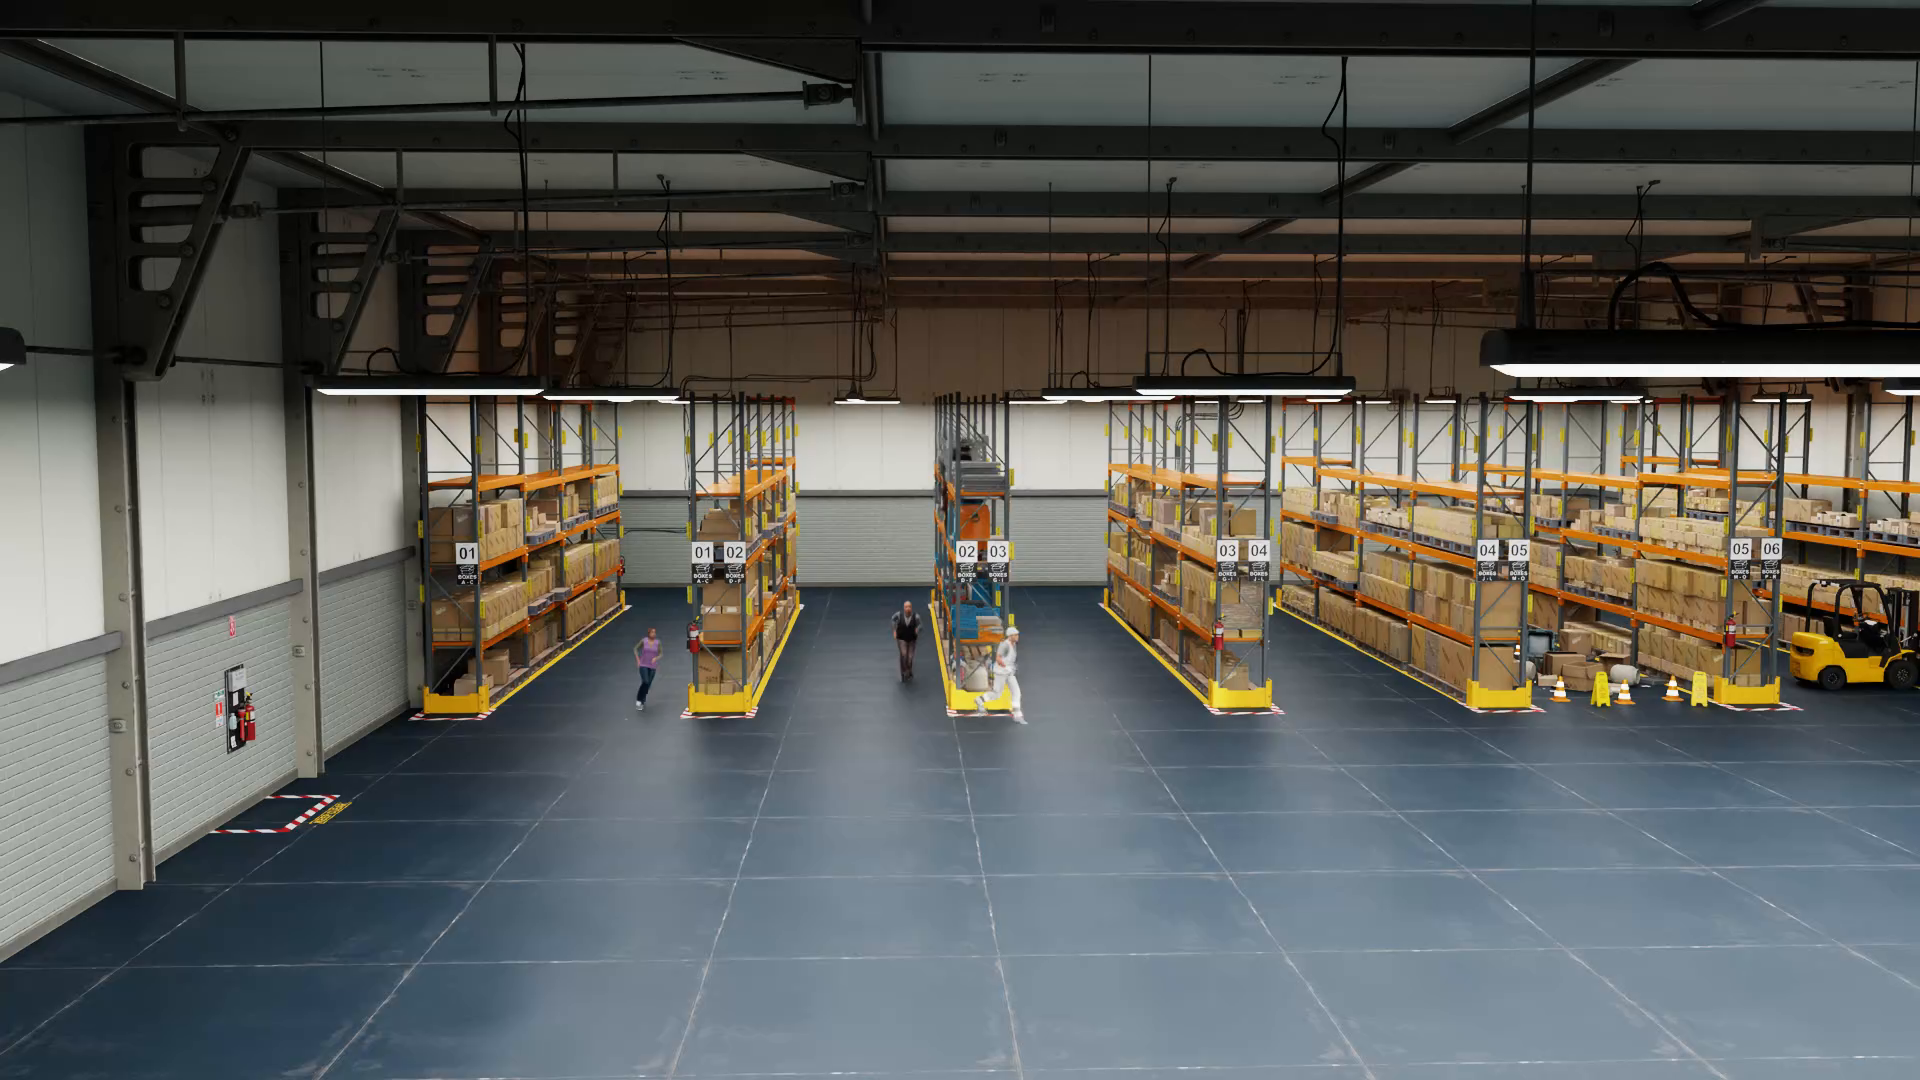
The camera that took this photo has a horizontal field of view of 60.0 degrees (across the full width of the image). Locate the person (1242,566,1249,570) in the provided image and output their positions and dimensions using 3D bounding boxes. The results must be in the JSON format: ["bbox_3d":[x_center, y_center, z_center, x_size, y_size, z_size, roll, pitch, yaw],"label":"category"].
[{"bbox_3d":[8.036,1.140,46.861,0.573,1.761,0.740,0,5,5],"label":"person"}]

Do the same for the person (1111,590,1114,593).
[{"bbox_3d":[4.766,1.129,48.787,0.793,1.449,0.680,0,5,-5],"label":"person"}]

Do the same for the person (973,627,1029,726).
[{"bbox_3d":[0.752,2.443,30.106,1.107,1.769,0.659,3,5,29],"label":"person"}]

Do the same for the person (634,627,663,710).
[{"bbox_3d":[-5.888,2.420,31.461,0.531,1.564,0.588,-2,5,-25],"label":"person"}]

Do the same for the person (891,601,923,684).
[{"bbox_3d":[-1.108,2.116,34.769,0.677,1.719,0.912,-1,5,-7],"label":"person"}]
